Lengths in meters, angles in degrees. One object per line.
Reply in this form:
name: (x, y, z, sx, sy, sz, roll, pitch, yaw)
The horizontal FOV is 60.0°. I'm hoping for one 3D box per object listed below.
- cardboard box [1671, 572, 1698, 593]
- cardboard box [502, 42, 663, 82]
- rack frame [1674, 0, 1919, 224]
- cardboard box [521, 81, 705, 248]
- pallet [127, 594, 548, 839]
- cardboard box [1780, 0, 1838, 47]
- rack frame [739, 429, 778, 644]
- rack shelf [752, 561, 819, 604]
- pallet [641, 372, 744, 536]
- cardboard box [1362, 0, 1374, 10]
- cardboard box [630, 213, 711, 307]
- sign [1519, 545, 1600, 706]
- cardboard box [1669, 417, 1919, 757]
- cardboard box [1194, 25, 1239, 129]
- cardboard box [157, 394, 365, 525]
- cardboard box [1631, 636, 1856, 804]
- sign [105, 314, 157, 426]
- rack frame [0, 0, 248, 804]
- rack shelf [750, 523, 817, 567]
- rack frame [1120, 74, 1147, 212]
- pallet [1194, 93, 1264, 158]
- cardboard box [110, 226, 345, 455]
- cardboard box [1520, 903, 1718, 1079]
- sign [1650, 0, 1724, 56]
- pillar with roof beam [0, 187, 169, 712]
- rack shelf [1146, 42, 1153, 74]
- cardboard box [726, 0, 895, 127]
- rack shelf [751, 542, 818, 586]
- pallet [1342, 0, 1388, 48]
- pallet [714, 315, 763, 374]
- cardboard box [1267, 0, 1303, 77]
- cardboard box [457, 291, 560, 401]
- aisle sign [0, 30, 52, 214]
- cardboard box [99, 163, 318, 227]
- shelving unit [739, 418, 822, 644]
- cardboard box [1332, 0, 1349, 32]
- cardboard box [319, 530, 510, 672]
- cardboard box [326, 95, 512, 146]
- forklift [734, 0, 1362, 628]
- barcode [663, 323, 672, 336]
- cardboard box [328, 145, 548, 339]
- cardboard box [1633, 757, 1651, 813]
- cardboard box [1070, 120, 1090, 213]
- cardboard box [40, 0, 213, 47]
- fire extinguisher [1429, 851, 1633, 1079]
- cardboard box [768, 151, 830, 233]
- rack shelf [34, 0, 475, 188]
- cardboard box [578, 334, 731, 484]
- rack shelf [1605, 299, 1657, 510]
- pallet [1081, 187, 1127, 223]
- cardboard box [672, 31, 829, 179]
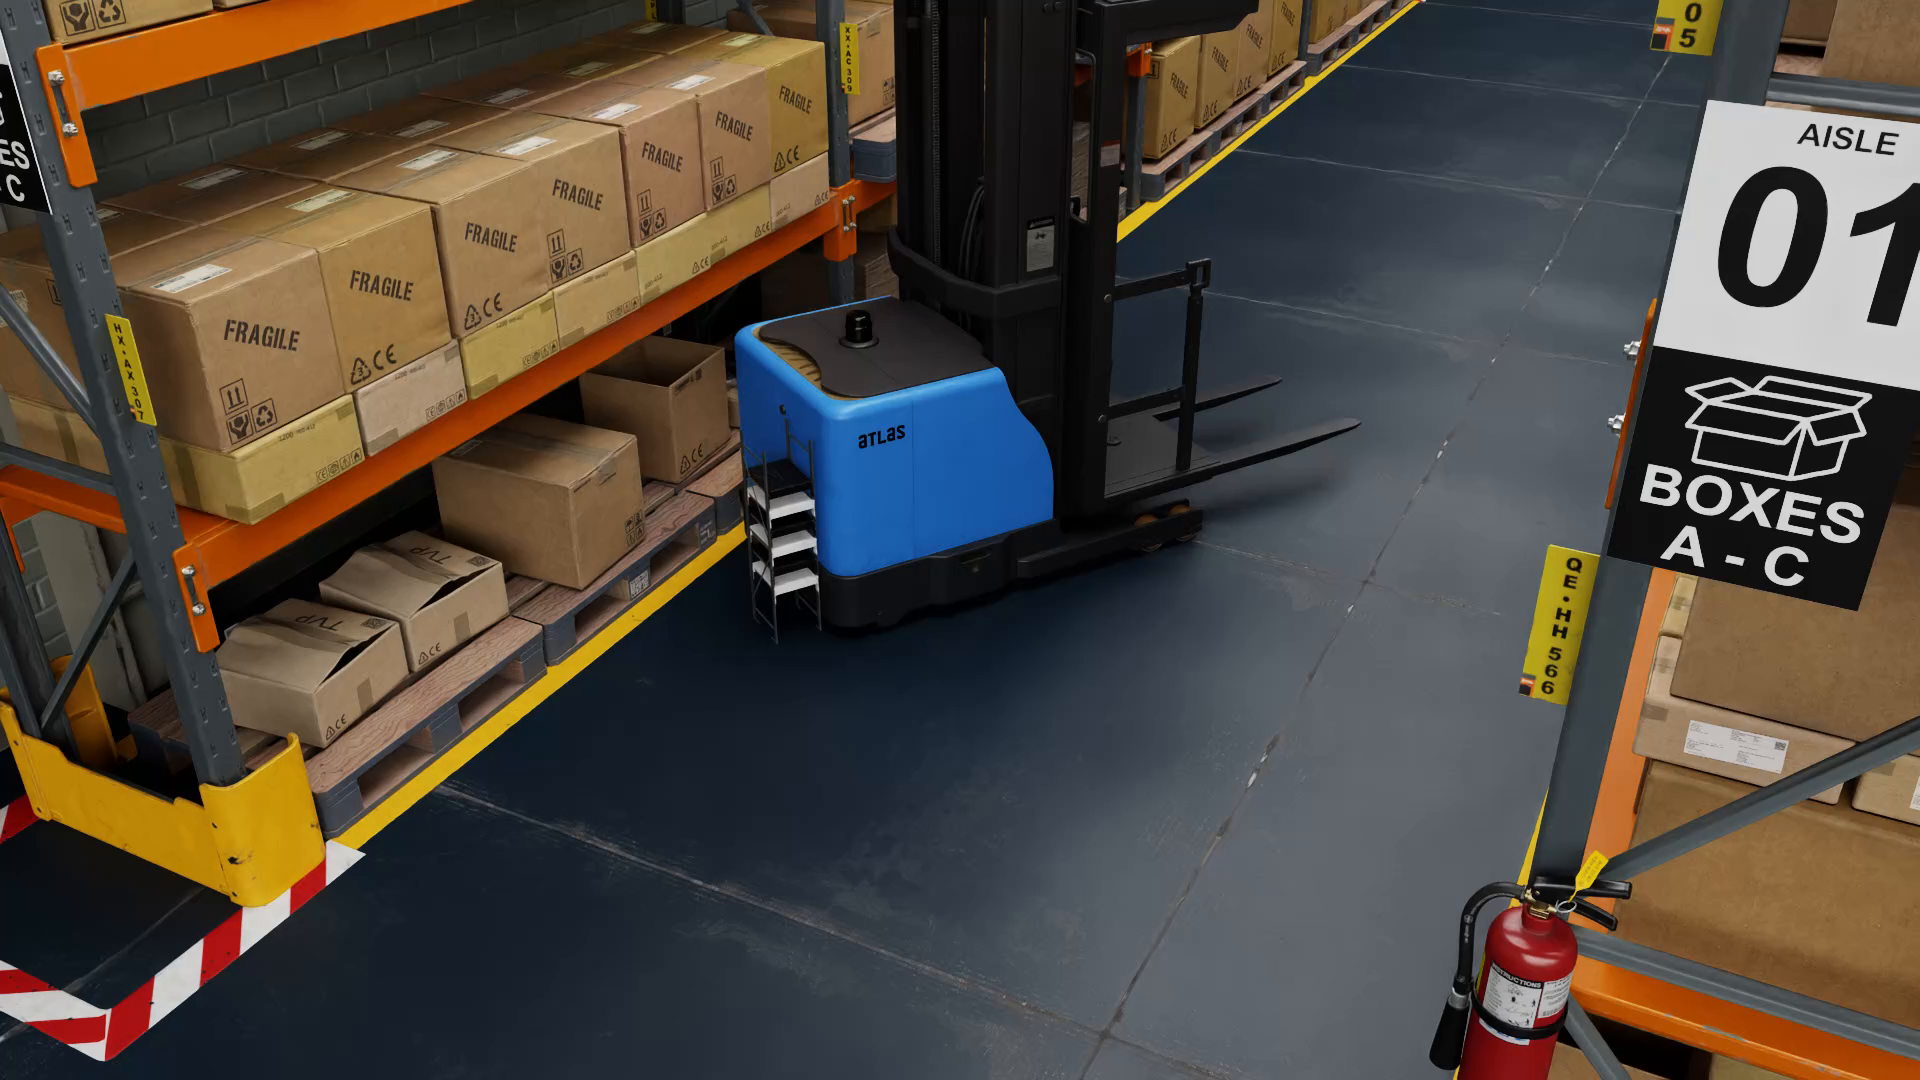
cardboard box: (1.821, 0.128, 3.763, 0.380, 0.149, 0.250, 14, 33, 23)
cardboard box: (-1.647, -1.880, 7.389, 0.500, 0.500, 0.500, 14, 33, 23)
rack frame: (1.582, -1.706, 1.685, 1.000, 3.000, 0.127, 14, 33, 23)
cardboard box: (-1.409, -1.546, 6.808, 0.500, 0.500, 0.500, 13, 32, 22)
pallet: (-2.394, 0.596, 6.499, 1.003, 0.211, 1.213, 14, 33, 23)
cardboard box: (1.872, -1.154, 3.323, 0.500, 0.250, 0.500, 14, 33, 23)
rack frame: (-0.828, -0.005, 6.855, 0.006, 0.900, 0.240, -16, 34, -26)
rack shelf: (-0.741, 0.154, 7.006, 0.200, 0.077, 0.258, -16, 34, -26)
pallet: (-1.282, -0.485, 8.383, 1.003, 0.211, 1.213, 14, 33, 23)
cardboard box: (3.773, -5.640, 16.648, 0.700, 0.500, 0.500, 13, 32, 22)
cardboard box: (-1.403, -1.220, 6.992, 0.500, 0.250, 0.500, 14, 33, 23)
sign: (1.105, 0.161, 3.057, 0.100, 0.325, 0.005, 14, 33, 23)
cardboard box: (1.830, 0.062, 3.227, 0.700, 0.500, 0.500, 14, 33, 23)
cardboard box: (1.671, -3.707, 12.929, 0.750, 0.750, 0.750, 14, 33, 23)
cardboard box: (-2.325, -0.315, 5.417, 0.500, 0.250, 0.500, 13, 32, 22)
cardboard box: (1.586, 0.358, 3.363, 0.380, 0.149, 0.250, 14, 33, 22)
sign: (-2.347, -0.479, 4.703, 0.100, 0.325, 0.005, 14, 33, 23)
rack frame: (-2.830, -0.227, 5.133, 1.000, 3.000, 0.127, 14, 33, 23)
rack shelf: (-0.741, -0.002, 6.916, 0.200, 0.077, 0.258, -16, 34, -26)
rack frame: (0.815, -3.774, 11.309, 1.000, 3.000, 0.127, 14, 33, 23)
pallet: (1.798, -3.436, 13.521, 1.003, 0.211, 1.213, 14, 33, 23)
cardboard box: (-2.345, -0.639, 5.229, 0.500, 0.500, 0.500, 14, 33, 23)
cardboard box: (1.561, 1.275, 4.104, 0.500, 0.500, 0.500, 14, 33, 23)
sign: (1.105, -0.885, 2.456, 0.100, 0.325, 0.005, 14, 33, 23)
pillar with roof beam: (0.552, -2.359, 2.821, 9.100, 9.000, 0.400, 14, 33, 23)
rack shelf: (1.726, -4.348, 13.032, 1.077, 0.370, 4.000, 14, 33, 23)
cardboard box: (-0.745, -2.452, 8.466, 0.700, 0.500, 0.500, 14, 33, 23)
rack shelf: (-0.741, 0.076, 6.961, 0.200, 0.077, 0.258, -16, 34, -26)
pallet: (3.608, -5.200, 16.593, 1.003, 0.211, 1.213, 14, 33, 23)
pallet: (-0.654, -1.137, 9.517, 1.003, 0.211, 1.213, 14, 33, 23)
cardboard box: (2.456, -4.479, 14.275, 0.750, 0.750, 0.750, 15, 33, 24)
cardboard box: (-1.864, -0.773, 6.214, 0.500, 0.250, 0.500, 14, 33, 23)
aisle sign: (-2.595, -1.254, 4.312, 0.394, 0.787, 0.004, 14, 33, 23)
cardboard box: (-2.566, -0.974, 5.811, 0.500, 0.500, 0.500, 15, 33, 24)
shelving unit: (-0.741, -0.031, 6.900, 0.210, 0.900, 0.258, -16, 34, -26)
cardboard box: (3.301, -5.175, 15.838, 0.700, 0.500, 0.500, 14, 33, 23)
cardboard box: (-2.175, 0.209, 6.632, 0.500, 0.311, 0.500, 17, 34, 27)
cardboard box: (-2.105, -1.427, 6.601, 0.500, 0.500, 0.500, 15, 33, 24)
forklift: (0.539, -1.428, 7.294, 3.031, 2.935, 1.130, -16, 34, -26)
barcode: (-1.467, -1.061, 8.332, 0.001, 0.075, 0.075, 14, 33, 23)
cardboard box: (-1.870, -1.084, 6.003, 0.500, 0.500, 0.500, 13, 32, 22)
cardboard box: (2.041, 0.414, 3.917, 0.700, 0.500, 0.500, 15, 33, 25)
cardboard box: (0.533, -2.549, 11.246, 0.700, 0.500, 0.500, 15, 33, 24)
cardboard box: (-2.455, -1.671, 4.516, 0.500, 0.500, 0.500, 15, 33, 25)
fire extinguisher: (1.114, 0.876, 3.291, 0.296, 0.674, 0.183, 14, 33, 23)
cardboard box: (-0.953, -1.665, 7.768, 0.500, 0.250, 0.500, 14, 33, 23)
rack shelf: (-1.919, -2.102, 6.109, 1.077, 0.370, 4.000, 14, 33, 23)
cardboard box: (-1.445, -0.638, 7.917, 0.500, 0.500, 0.500, 12, 32, 20)
rack shelf: (2.493, -0.980, 4.155, 1.077, 0.370, 4.000, 14, 33, 23)
pallet: (0.457, -2.218, 11.401, 1.003, 0.211, 1.213, 14, 33, 23)
cardboard box: (-0.948, -1.989, 7.580, 0.500, 0.500, 0.500, 14, 33, 23)
